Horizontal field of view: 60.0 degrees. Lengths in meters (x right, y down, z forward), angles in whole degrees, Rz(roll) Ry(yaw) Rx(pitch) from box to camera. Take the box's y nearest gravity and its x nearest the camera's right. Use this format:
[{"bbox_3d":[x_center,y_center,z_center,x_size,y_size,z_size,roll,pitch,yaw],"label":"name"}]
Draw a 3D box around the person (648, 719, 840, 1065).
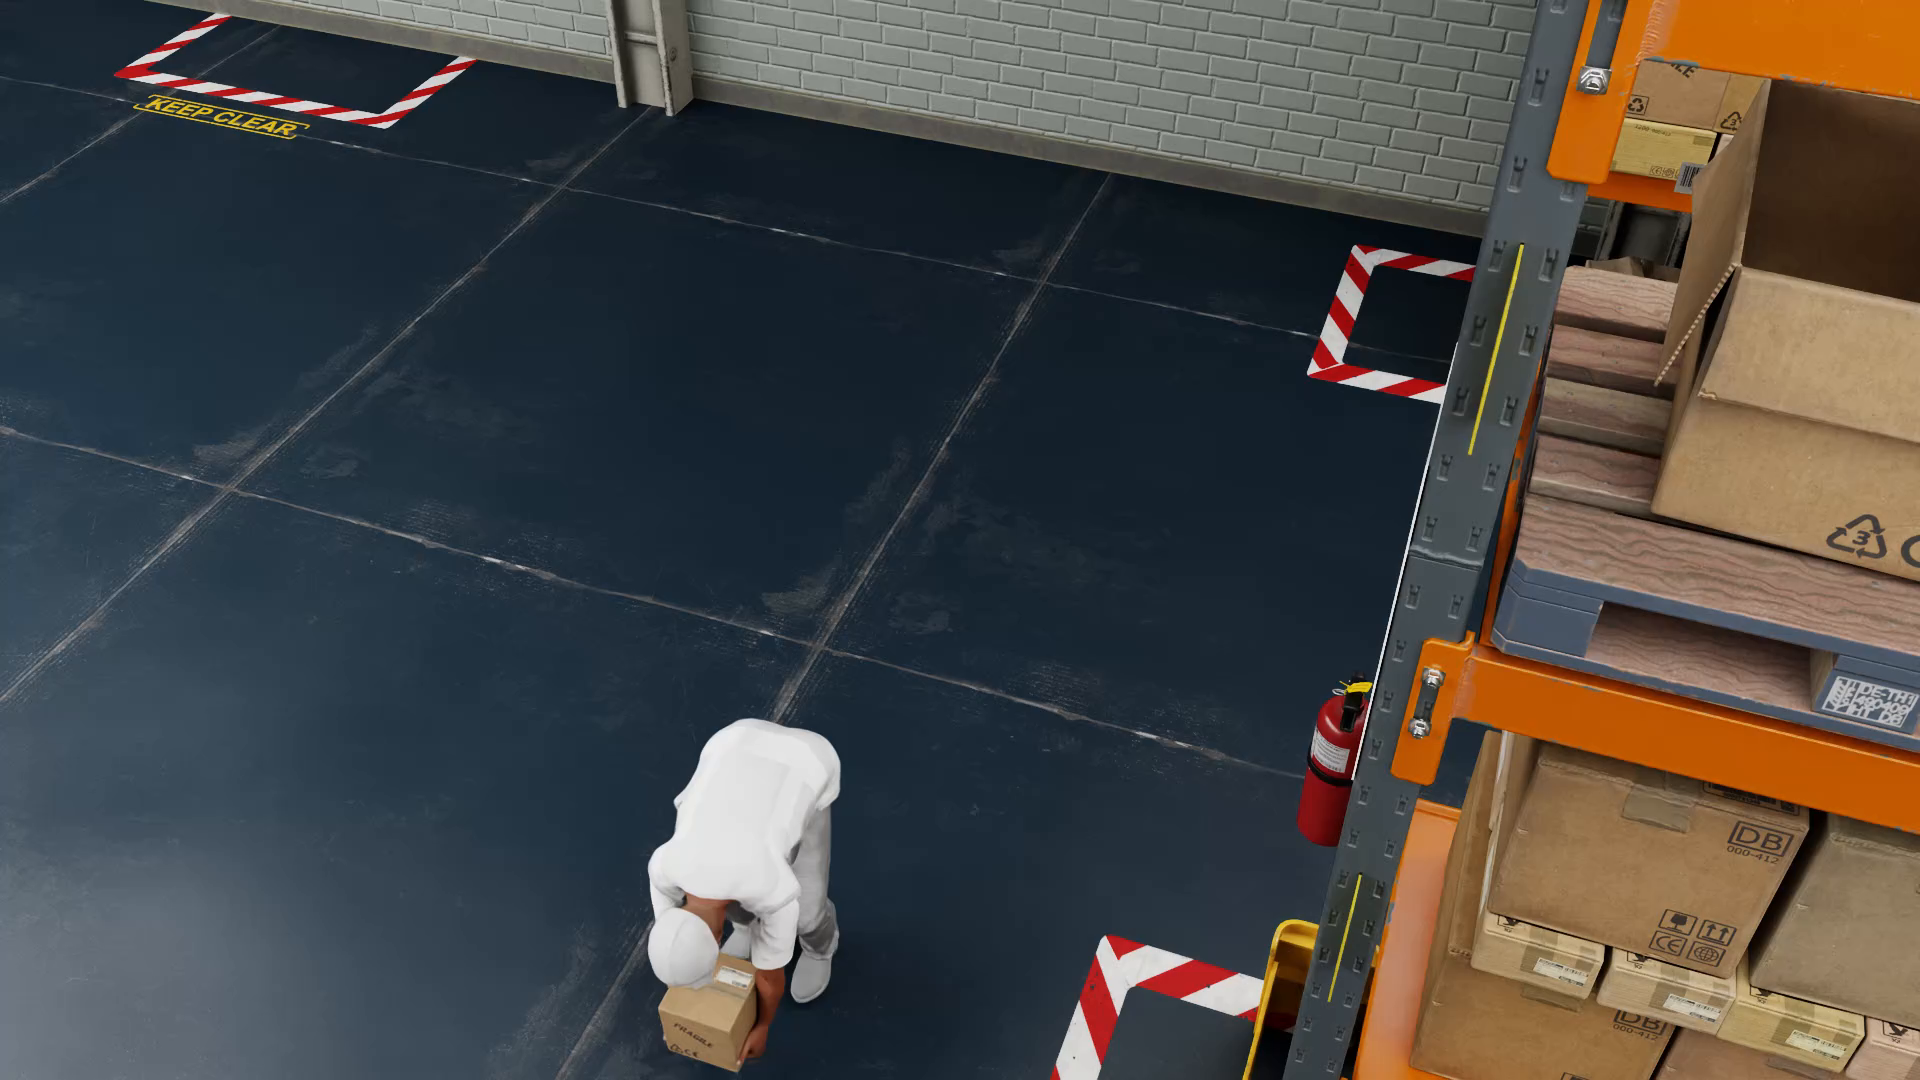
[{"bbox_3d":[-0.686,1.191,5.320,0.486,1.053,0.981,12,43,13],"label":"person"}]
